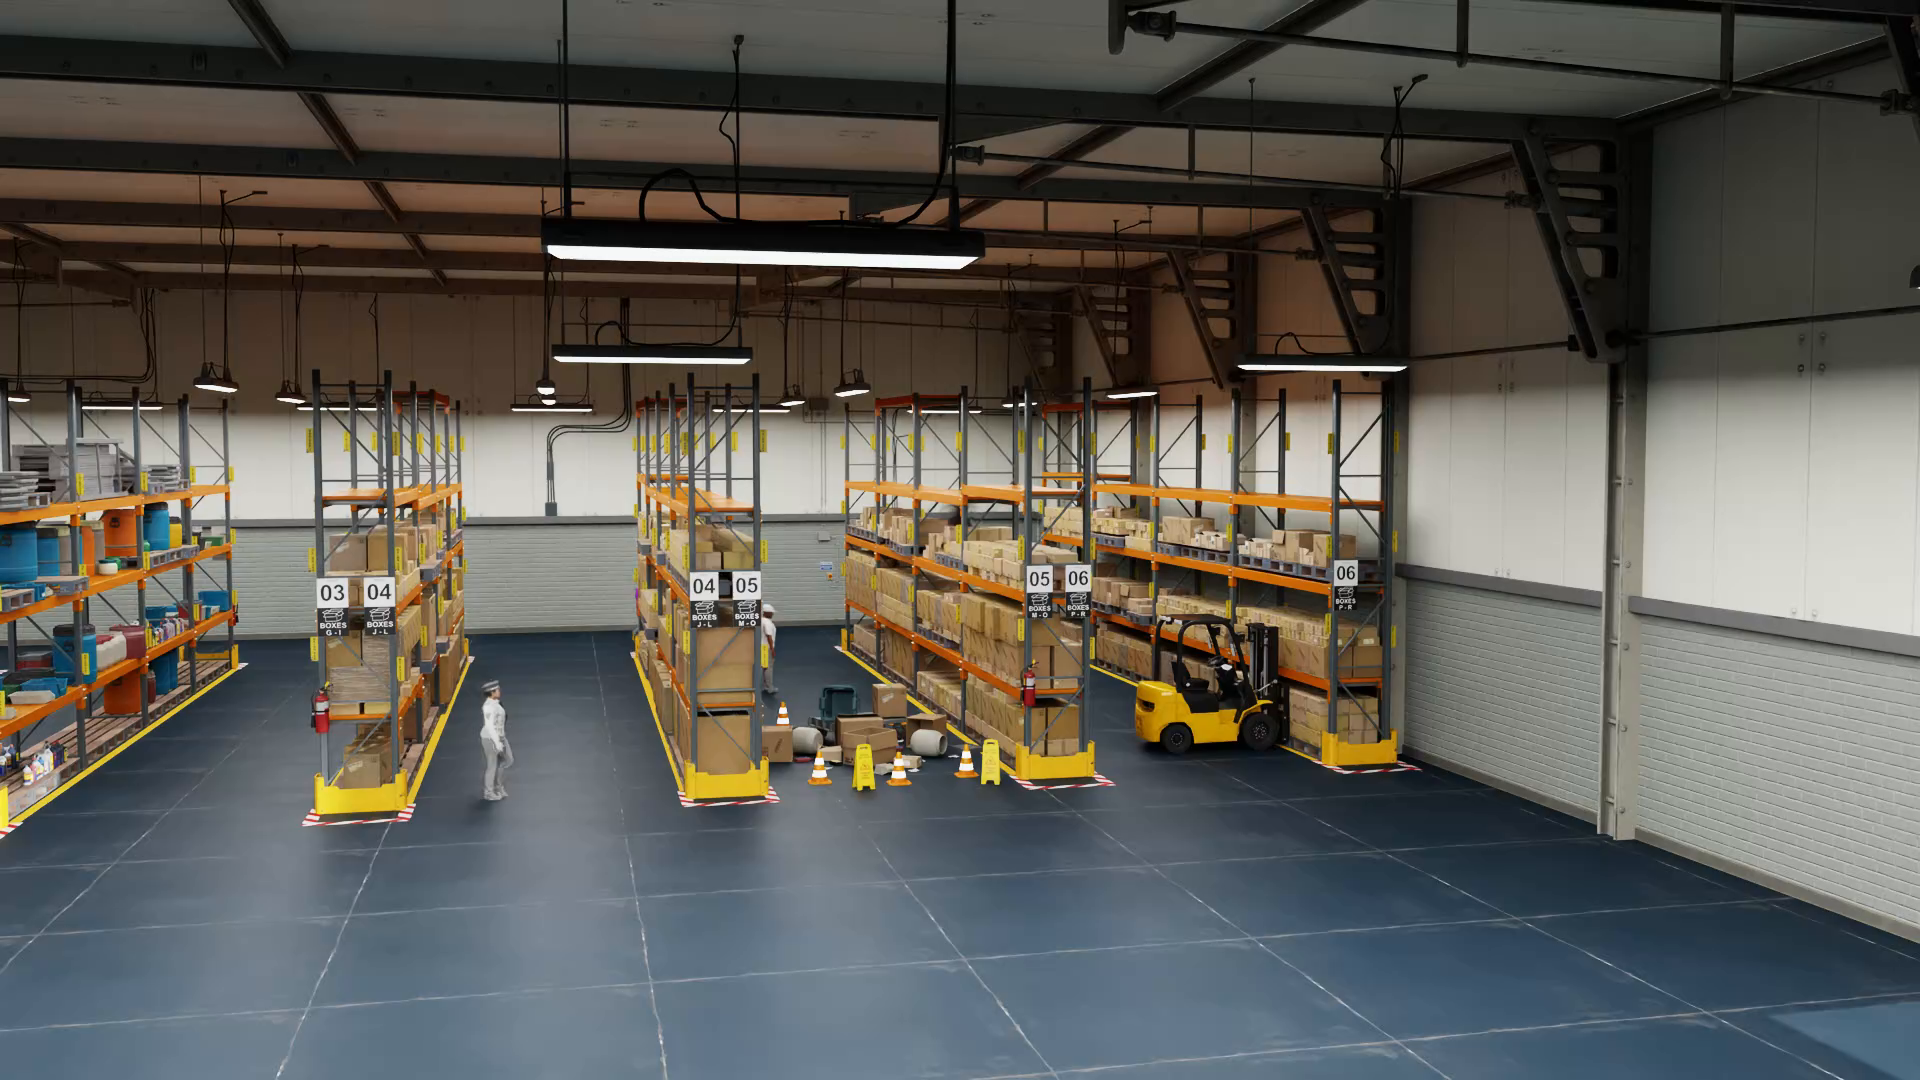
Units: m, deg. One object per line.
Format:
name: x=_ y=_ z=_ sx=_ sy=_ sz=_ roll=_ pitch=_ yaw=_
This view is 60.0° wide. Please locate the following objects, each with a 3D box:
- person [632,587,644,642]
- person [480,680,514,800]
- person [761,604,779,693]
person: x=-7.795 y=1.726 z=41.268 sx=0.689 sy=1.755 sz=0.590 roll=2 pitch=4 yaw=35
person: x=-6.538 y=2.835 z=23.446 sx=0.441 sy=1.723 sz=0.528 roll=1 pitch=3 yaw=13
person: x=-3.869 y=2.178 z=33.483 sx=0.404 sy=1.770 sz=0.613 roll=-2 pitch=4 yaw=-31
